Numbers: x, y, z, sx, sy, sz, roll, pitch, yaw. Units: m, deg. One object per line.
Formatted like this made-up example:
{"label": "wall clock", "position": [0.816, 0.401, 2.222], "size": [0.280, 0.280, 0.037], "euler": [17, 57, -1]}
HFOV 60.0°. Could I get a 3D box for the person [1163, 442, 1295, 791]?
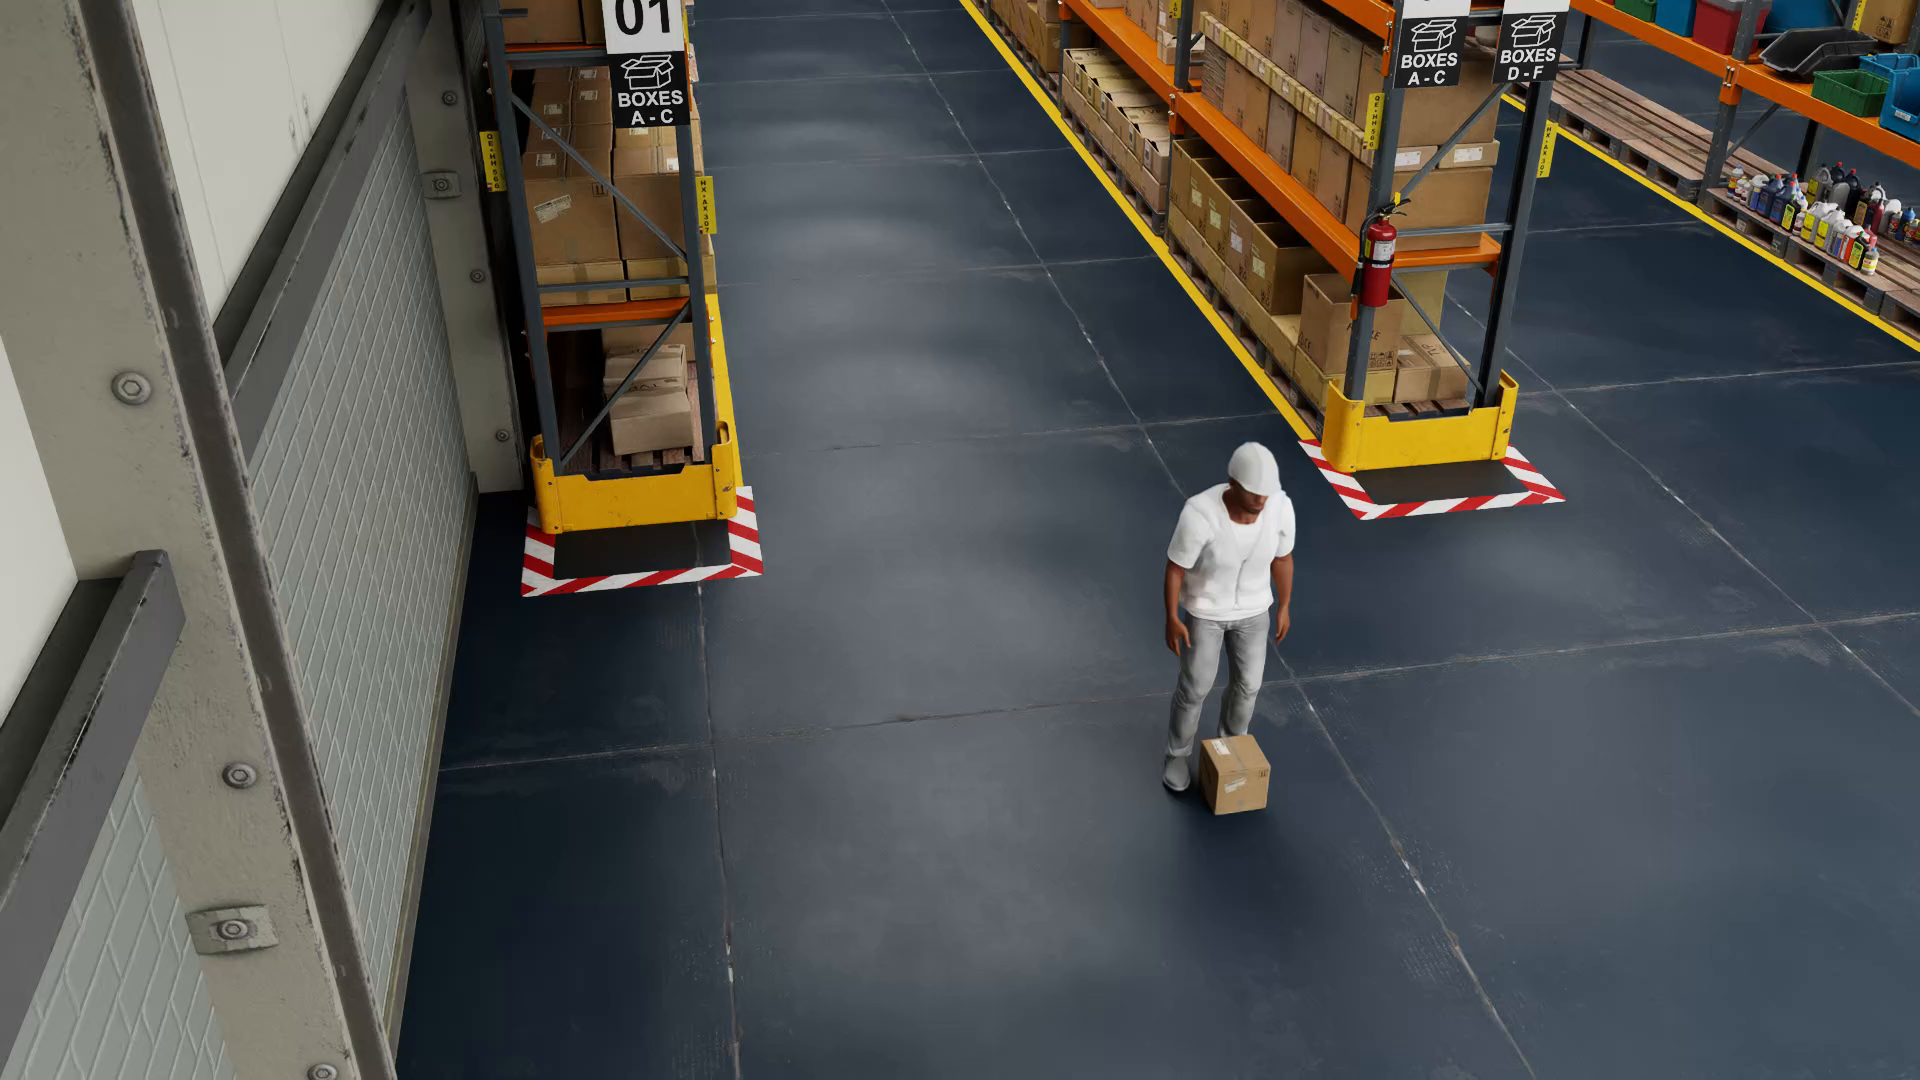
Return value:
{"label": "person", "position": [1.220, 0.331, 7.559], "size": [0.612, 1.760, 0.460], "euler": [-6, 31, -11]}
